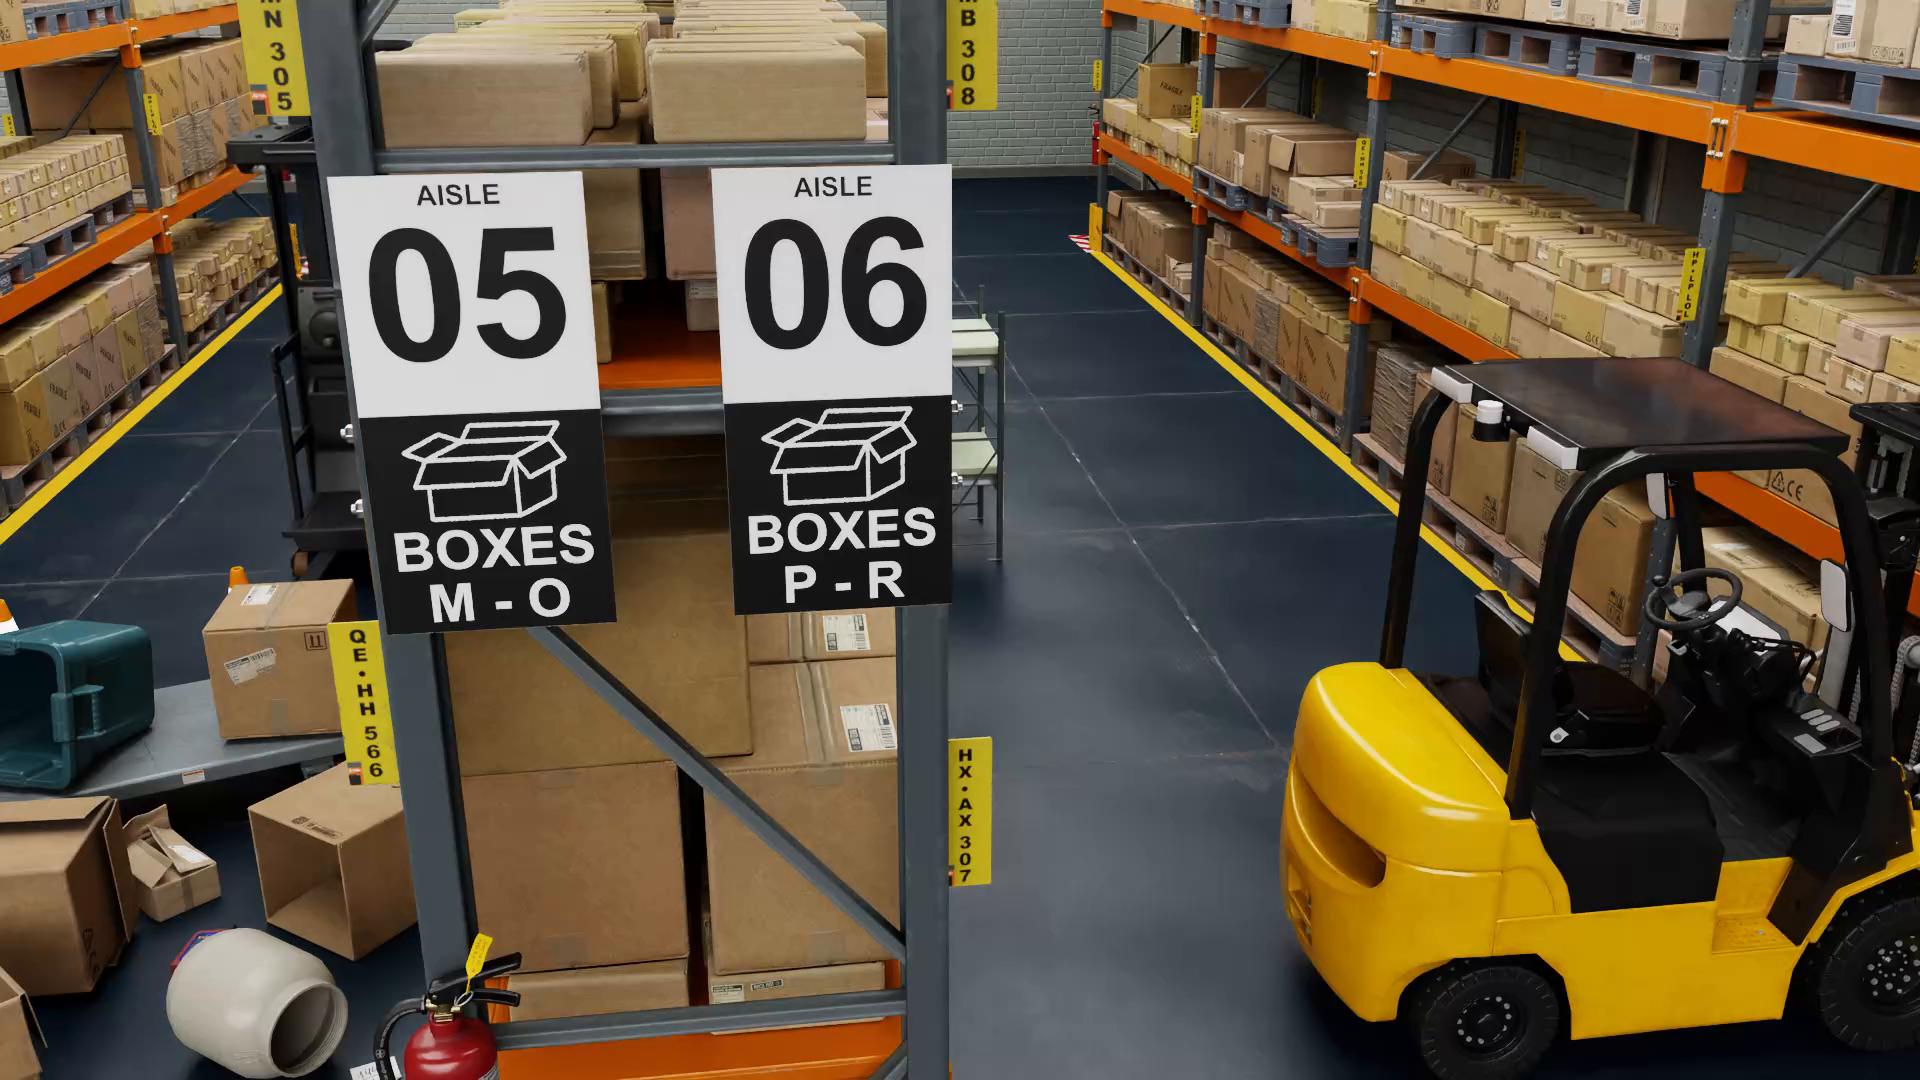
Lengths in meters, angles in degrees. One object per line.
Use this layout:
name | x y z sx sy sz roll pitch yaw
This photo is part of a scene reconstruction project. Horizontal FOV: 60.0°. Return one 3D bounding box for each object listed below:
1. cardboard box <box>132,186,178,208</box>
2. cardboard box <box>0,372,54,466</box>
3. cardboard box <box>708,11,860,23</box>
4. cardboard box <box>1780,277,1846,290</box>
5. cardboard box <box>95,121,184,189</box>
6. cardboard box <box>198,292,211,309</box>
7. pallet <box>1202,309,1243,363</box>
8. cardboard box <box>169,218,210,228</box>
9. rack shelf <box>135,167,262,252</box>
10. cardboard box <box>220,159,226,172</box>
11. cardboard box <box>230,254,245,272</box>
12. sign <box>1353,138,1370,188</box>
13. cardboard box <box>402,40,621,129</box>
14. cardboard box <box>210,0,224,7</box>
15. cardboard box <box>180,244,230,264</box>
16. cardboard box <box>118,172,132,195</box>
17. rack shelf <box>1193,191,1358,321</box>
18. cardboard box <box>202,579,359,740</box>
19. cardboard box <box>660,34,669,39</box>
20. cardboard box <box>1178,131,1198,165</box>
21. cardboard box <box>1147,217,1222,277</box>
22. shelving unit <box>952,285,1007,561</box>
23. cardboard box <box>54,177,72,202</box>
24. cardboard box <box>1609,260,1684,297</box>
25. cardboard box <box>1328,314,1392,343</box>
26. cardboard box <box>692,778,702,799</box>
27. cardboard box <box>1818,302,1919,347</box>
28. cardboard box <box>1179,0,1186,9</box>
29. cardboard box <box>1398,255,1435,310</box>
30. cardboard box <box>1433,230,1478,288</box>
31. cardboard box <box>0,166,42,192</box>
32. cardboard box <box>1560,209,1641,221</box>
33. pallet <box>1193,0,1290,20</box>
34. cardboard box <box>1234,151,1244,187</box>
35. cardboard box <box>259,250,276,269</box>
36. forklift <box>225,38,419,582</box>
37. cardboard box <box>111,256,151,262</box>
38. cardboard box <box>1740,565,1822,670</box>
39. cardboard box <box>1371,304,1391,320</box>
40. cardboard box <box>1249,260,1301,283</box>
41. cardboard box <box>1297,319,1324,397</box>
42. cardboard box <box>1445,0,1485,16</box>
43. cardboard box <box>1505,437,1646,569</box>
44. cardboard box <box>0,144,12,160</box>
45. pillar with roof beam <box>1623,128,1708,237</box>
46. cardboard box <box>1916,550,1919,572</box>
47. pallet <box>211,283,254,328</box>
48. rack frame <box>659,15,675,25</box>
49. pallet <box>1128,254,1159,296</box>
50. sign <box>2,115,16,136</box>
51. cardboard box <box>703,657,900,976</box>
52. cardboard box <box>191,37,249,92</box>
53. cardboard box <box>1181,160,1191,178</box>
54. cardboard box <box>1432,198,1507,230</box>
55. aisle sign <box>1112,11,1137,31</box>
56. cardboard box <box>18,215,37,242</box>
cardboard box | -6.855 -2.899 14.049 0.380 0.149 0.250 -2 21 -6
cardboard box | -6.411 -0.800 11.045 0.500 0.500 0.500 -4 21 -10
cardboard box | -0.451 -1.268 4.257 0.380 0.149 0.250 -2 21 -6
cardboard box | 3.972 -1.151 7.942 0.380 0.149 0.250 -3 21 -9
cardboard box | -6.960 -3.272 14.122 0.500 0.500 0.500 -3 21 -9
cardboard box | -7.084 -2.166 15.203 0.380 0.149 0.250 -3 21 -9
pallet | 2.811 -1.852 14.873 1.003 0.211 1.213 -3 21 -8
cardboard box | -7.976 -3.228 17.196 0.380 0.149 0.250 -4 21 -10
rack shelf | -7.427 -3.257 15.678 1.077 0.370 4.000 -3 21 -8
cardboard box | -7.290 -3.620 15.980 0.380 0.149 0.250 -4 21 -10
cardboard box | -7.174 -2.671 16.129 0.380 0.149 0.250 -2 21 -5
sign | 2.698 -2.528 11.156 0.100 0.325 0.005 -3 21 -8
cardboard box | -0.865 -0.886 3.234 0.380 0.149 0.250 -3 21 -7
cardboard box | -7.248 -5.129 15.588 0.500 0.250 0.500 -2 21 -5
cardboard box | -7.183 -2.714 15.819 0.380 0.149 0.250 -3 21 -7
cardboard box | -6.885 -2.853 13.328 0.380 0.149 0.250 -3 21 -9
rack shelf | 2.945 -2.409 13.406 1.077 0.370 4.000 -3 21 -8
cardboard box | -2.858 0.500 7.081 0.500 0.500 0.500 -3 21 -8
cardboard box | -1.225 -1.547 5.572 0.500 0.250 0.500 -3 21 -8
cardboard box | 2.342 -3.671 15.548 0.500 0.250 0.500 -2 21 -6
cardboard box | 2.309 -2.975 16.867 0.700 0.500 0.500 -4 21 -10
shelving unit | 0.001 -0.700 9.948 0.431 1.500 0.755 -3 21 -8
cardboard box | -6.692 -2.536 12.053 0.380 0.149 0.250 -3 21 -8
cardboard box | 3.503 -1.302 8.345 0.380 0.149 0.250 -3 21 -8
cardboard box | 2.912 -1.541 12.100 0.380 0.149 0.250 -4 21 -10
cardboard box | -0.917 0.612 4.650 0.380 0.149 0.250 -3 21 -7
cardboard box | 3.735 -0.859 6.734 0.380 0.149 0.250 -3 21 -9
cardboard box | 2.250 -5.014 15.424 0.380 0.149 0.250 -2 21 -6
cardboard box | 3.123 -1.643 10.541 0.500 0.250 0.500 -3 21 -9
cardboard box | 3.184 -1.696 9.969 0.500 0.250 0.500 -3 21 -9
cardboard box | -6.628 -2.499 11.530 0.380 0.149 0.250 -2 21 -6
cardboard box | 3.789 -1.866 9.854 0.380 0.149 0.250 -3 21 -9
pallet | 2.681 -4.526 14.028 1.213 0.211 1.003 -3 21 -8
cardboard box | 2.477 -3.072 13.745 0.396 0.266 0.258 -2 21 -5
cardboard box | -7.295 -2.892 17.147 0.380 0.149 0.250 -2 21 -6
forklift | -3.320 -1.271 9.431 1.130 2.935 3.031 -2 21 -6
cardboard box | -7.657 -2.507 15.265 0.380 0.149 0.250 -4 21 -10
cardboard box | 3.633 0.316 6.985 0.500 0.250 0.500 -3 21 -8
cardboard box | 3.340 -1.755 12.672 0.380 0.149 0.250 -3 21 -7
cardboard box | 2.662 -2.267 14.045 0.380 0.149 0.250 -3 21 -8
cardboard box | 2.898 -1.388 12.619 0.500 0.500 0.500 -3 21 -9
cardboard box | 3.268 -3.316 9.634 0.700 0.500 0.500 -3 21 -9
cardboard box | 3.619 -0.202 9.263 0.875 0.625 0.625 -3 21 -8
cardboard box | -7.456 -2.915 12.642 0.380 0.149 0.250 -3 21 -7
pillar with roof beam | 0.053 -4.241 8.708 9.100 9.000 0.400 -3 21 -8
cardboard box | 3.781 -0.194 6.304 0.500 0.500 0.500 -3 21 -8
pallet | -7.449 -2.250 15.938 1.003 0.211 1.213 -3 21 -8
rack frame | -1.101 -3.227 5.995 1.000 3.000 0.127 -3 21 -8
pallet | 2.380 -2.793 17.392 1.003 0.211 1.213 -3 21 -8
sign | -7.674 -3.277 13.467 0.100 0.325 0.005 -3 21 -8
cardboard box | -0.319 0.604 3.744 0.500 0.500 0.500 -3 21 -9
cardboard box | -7.403 -4.795 16.771 0.500 0.500 0.500 -3 21 -9
cardboard box | 2.302 -3.507 15.678 0.380 0.149 0.250 -2 21 -6
cardboard box | 3.140 -2.009 10.237 0.380 0.149 0.250 -3 21 -7
aisle sign | 1.780 -6.050 18.411 0.394 0.787 0.004 -3 21 -8
cardboard box | -6.585 -2.133 11.398 0.380 0.149 0.250 -2 21 -6
